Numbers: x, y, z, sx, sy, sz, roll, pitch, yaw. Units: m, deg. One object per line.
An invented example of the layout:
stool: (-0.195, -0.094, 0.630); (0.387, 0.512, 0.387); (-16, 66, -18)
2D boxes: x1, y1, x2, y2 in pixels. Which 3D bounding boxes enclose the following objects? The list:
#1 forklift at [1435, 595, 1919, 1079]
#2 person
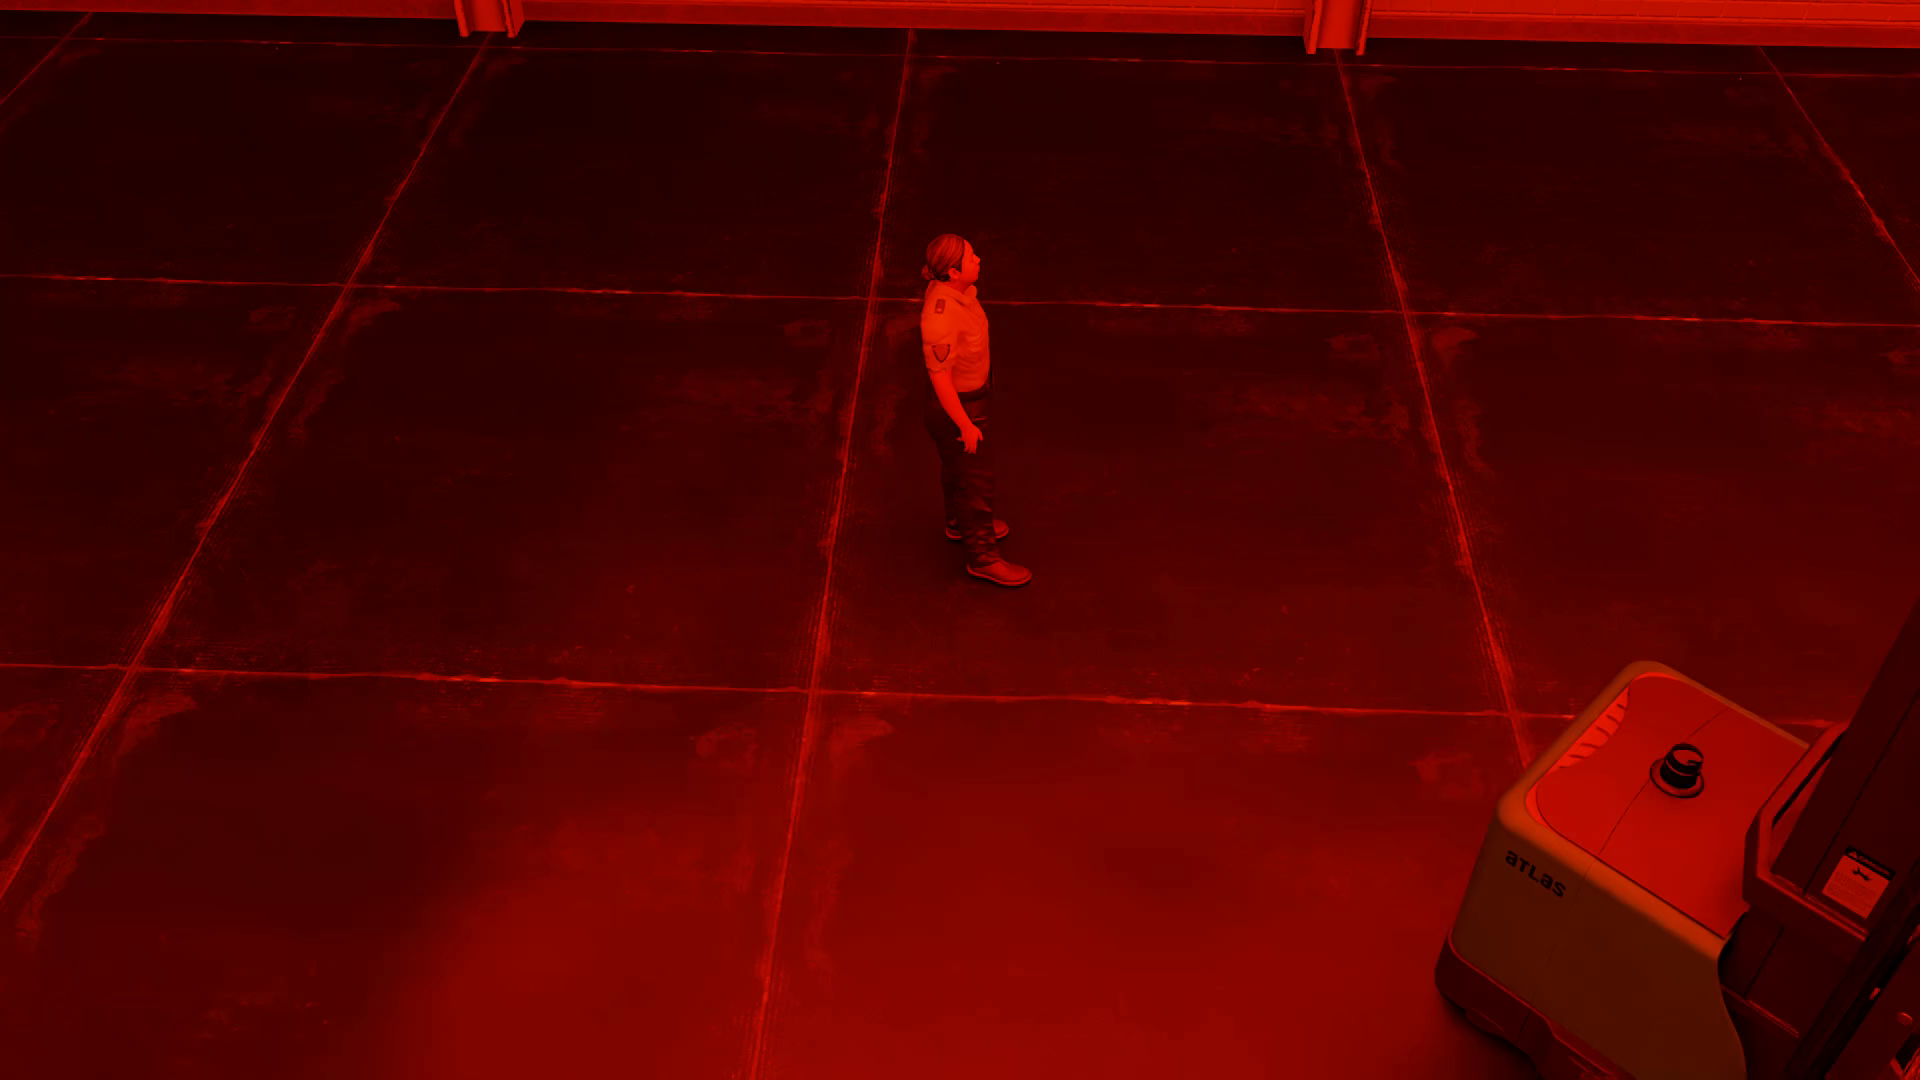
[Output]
forklift: (3.130, 1.041, 4.602); (3.031, 2.935, 1.130); (34, 52, 31)
person: (0.090, -0.592, 7.339); (0.501, 1.640, 0.598); (2, 42, 2)
